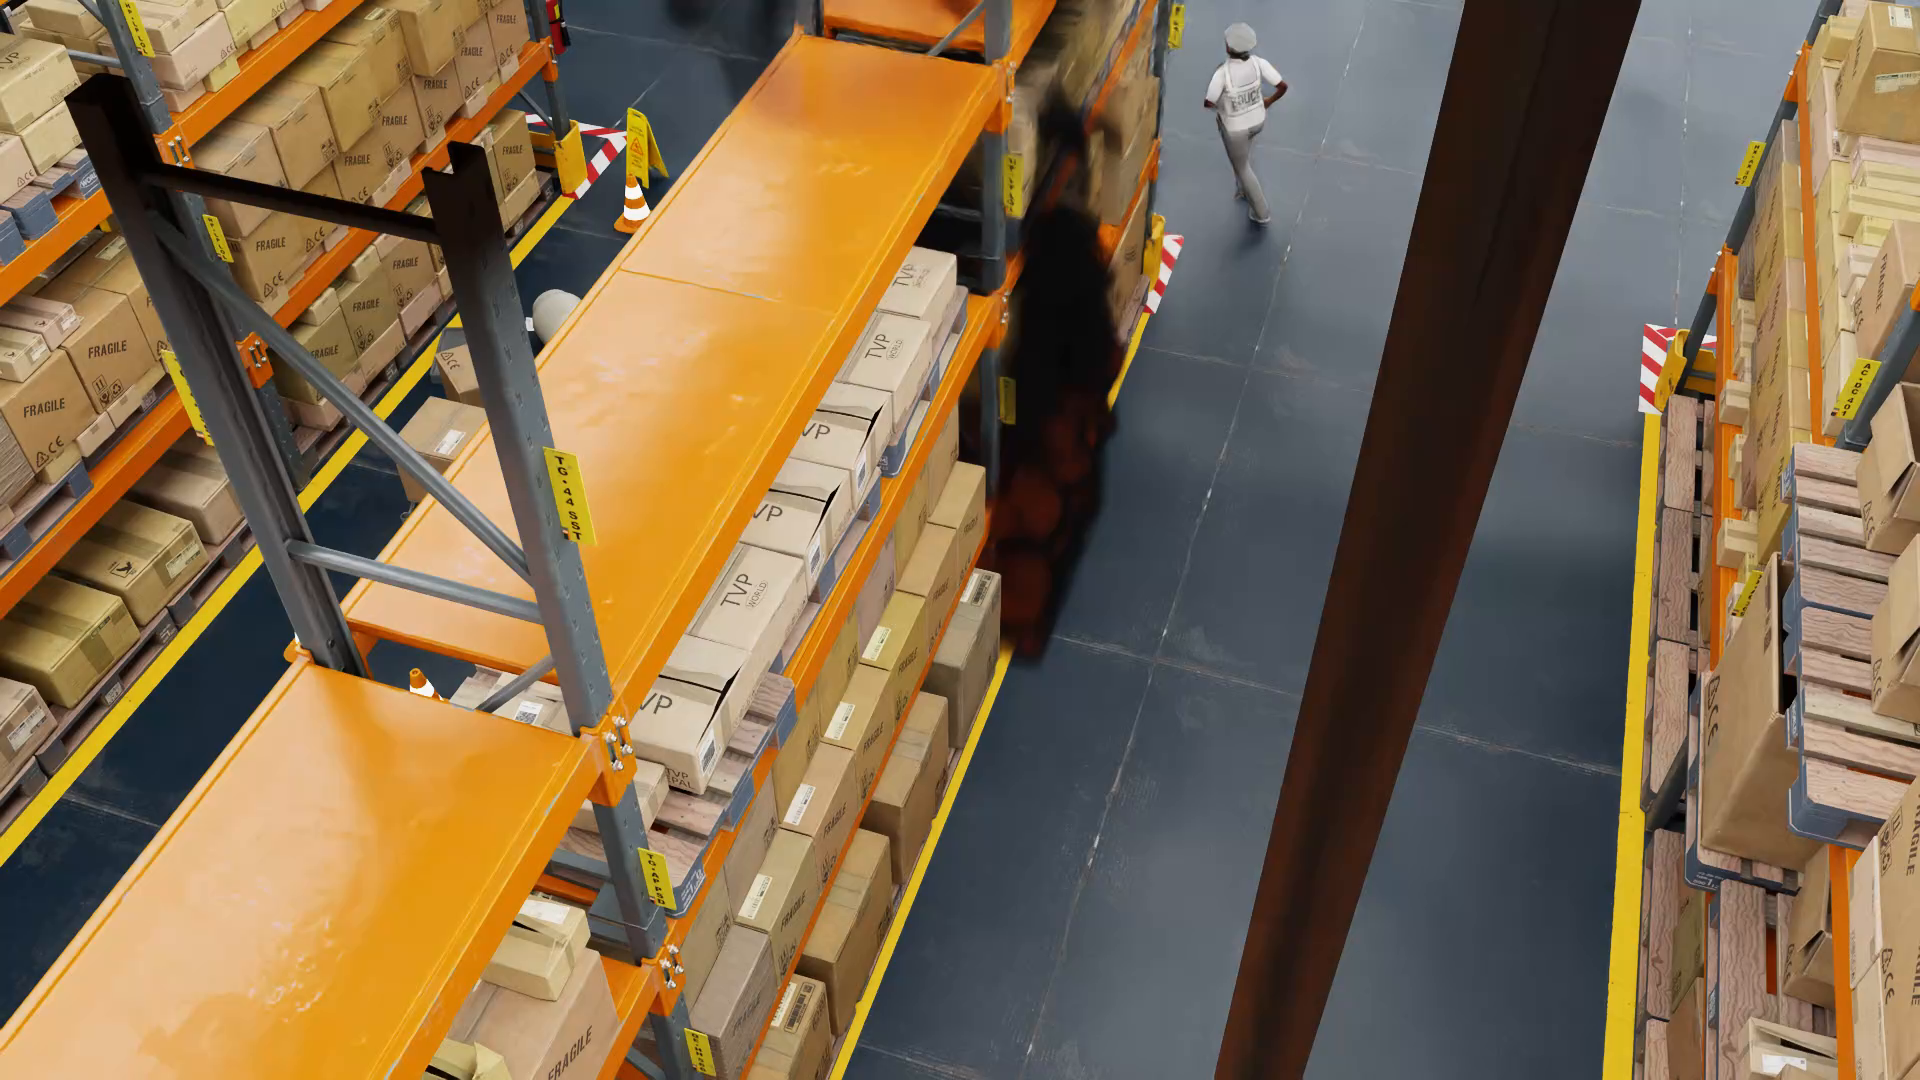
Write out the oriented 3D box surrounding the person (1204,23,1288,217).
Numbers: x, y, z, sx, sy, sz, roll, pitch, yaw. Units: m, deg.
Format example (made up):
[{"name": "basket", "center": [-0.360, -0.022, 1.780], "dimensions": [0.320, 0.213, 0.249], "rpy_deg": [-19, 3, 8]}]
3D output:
[{"name": "person", "center": [2.212, -3.303, 13.101], "dimensions": [0.550, 1.562, 0.660], "rpy_deg": [-22, 49, -20]}]
